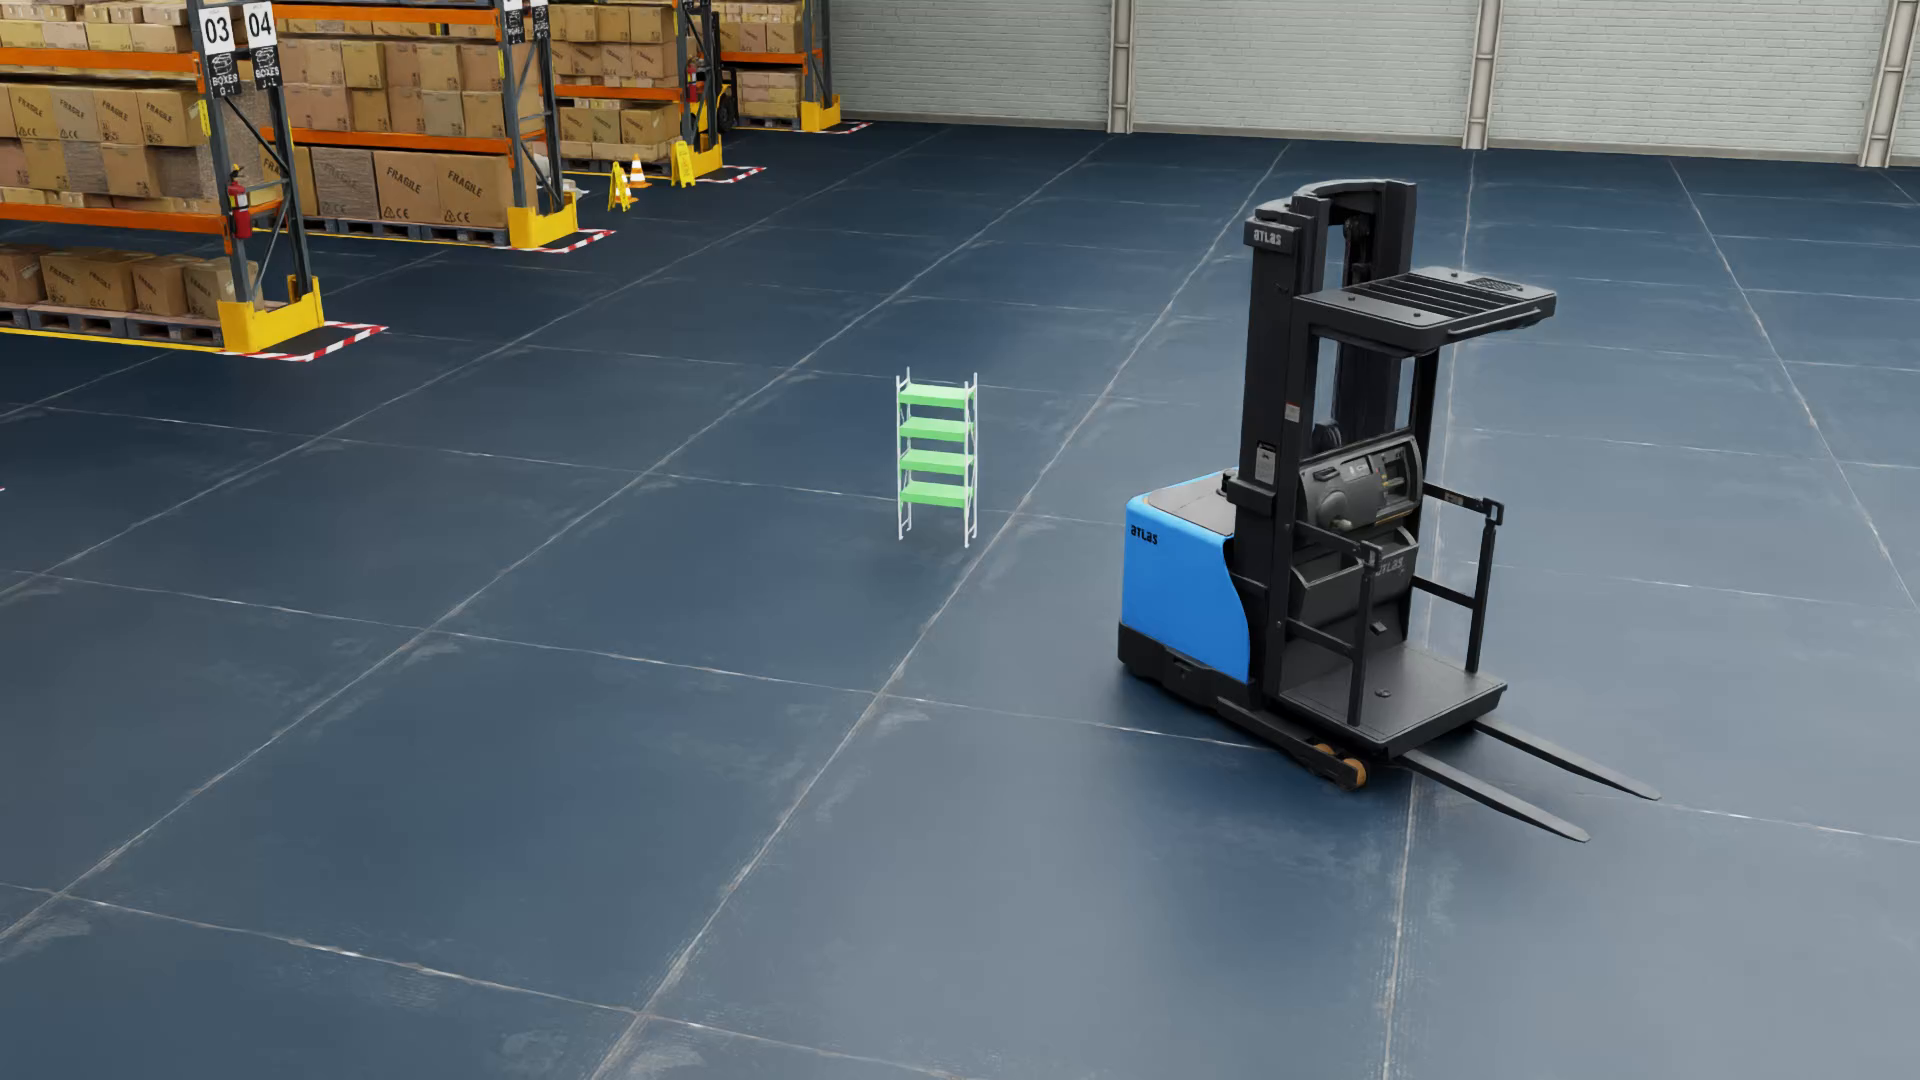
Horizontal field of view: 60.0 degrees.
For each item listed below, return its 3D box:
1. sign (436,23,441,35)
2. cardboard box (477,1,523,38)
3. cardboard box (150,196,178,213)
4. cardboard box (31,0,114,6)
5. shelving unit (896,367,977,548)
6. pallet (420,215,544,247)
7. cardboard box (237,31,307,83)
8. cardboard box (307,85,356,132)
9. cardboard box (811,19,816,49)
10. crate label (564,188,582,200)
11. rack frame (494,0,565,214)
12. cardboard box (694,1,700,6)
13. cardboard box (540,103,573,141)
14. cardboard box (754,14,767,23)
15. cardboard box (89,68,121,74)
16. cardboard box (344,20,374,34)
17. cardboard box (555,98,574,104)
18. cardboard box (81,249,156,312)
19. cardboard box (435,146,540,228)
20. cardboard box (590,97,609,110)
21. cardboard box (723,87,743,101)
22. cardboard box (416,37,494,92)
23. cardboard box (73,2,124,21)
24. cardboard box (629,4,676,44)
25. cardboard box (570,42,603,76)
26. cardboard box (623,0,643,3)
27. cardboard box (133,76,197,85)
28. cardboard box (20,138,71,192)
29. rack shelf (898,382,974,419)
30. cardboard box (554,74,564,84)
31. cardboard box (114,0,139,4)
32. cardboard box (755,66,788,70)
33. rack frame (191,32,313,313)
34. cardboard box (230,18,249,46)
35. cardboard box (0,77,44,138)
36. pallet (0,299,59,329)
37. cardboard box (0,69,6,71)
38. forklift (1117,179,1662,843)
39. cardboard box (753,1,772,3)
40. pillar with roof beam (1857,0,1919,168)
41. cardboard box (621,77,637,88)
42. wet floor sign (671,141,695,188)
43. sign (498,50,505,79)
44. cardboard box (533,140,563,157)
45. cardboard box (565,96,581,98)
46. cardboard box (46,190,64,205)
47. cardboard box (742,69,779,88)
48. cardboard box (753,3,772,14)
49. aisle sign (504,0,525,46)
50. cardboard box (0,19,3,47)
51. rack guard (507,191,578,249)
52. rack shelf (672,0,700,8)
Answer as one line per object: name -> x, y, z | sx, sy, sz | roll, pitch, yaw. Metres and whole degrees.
sign -> -7.937, -7.794, 25.293 | 0.005, 0.325, 0.100 | 7, 23, 16
cardboard box -> -6.939, -7.916, 25.274 | 0.500, 0.500, 0.700 | 7, 23, 16
cardboard box -> -7.639, -3.298, 16.188 | 0.250, 0.149, 0.380 | 7, 23, 16
cardboard box -> -8.370, -5.302, 15.609 | 0.500, 0.500, 0.500 | 7, 23, 16
shelving unit -> -0.158, -0.573, 11.587 | 0.503, 1.200, 0.258 | 7, 23, 16
pallet -> -6.072, -3.981, 21.198 | 1.213, 0.211, 1.003 | 7, 23, 15
cardboard box -> -8.770, -6.167, 21.231 | 0.550, 0.550, 0.875 | 7, 23, 16
cardboard box -> -7.740, -5.530, 21.102 | 0.550, 0.550, 0.875 | 7, 23, 16
cardboard box -> -2.914, -9.027, 29.693 | 0.500, 0.500, 0.500 | 7, 23, 17
crate label -> -5.500, -4.899, 23.533 | 0.298, 0.136, 0.250 | -5, 23, -12
rack frame -> -5.283, -5.212, 20.525 | 0.127, 3.000, 1.000 | 7, 23, 16
cardboard box -> -4.630, -9.472, 29.531 | 0.250, 0.149, 0.380 | 7, 23, 16
cardboard box -> -6.281, -6.455, 25.635 | 0.500, 0.500, 0.500 | 8, 24, 18
cardboard box -> -3.417, -9.176, 29.202 | 0.250, 0.149, 0.380 | 7, 23, 17
cardboard box -> -11.050, -6.379, 21.920 | 0.500, 0.500, 0.700 | 6, 23, 15
cardboard box -> -9.256, -7.919, 26.045 | 0.500, 0.500, 0.500 | 7, 23, 17
cardboard box -> -6.160, -6.652, 26.115 | 0.500, 0.500, 0.500 | 8, 24, 18
cardboard box -> -8.582, -2.662, 17.048 | 0.500, 0.500, 0.500 | 9, 24, 20
cardboard box -> -5.952, -4.474, 20.971 | 0.875, 0.875, 0.875 | 7, 23, 16
cardboard box -> -5.403, -6.629, 25.205 | 0.250, 0.149, 0.380 | 7, 23, 16
cardboard box -> -4.054, -8.027, 29.797 | 0.500, 0.250, 0.500 | 6, 23, 14
cardboard box -> -6.181, -5.863, 20.490 | 0.550, 0.550, 0.875 | 7, 23, 16
cardboard box -> -8.126, -4.994, 15.712 | 0.250, 0.149, 0.380 | 7, 23, 16
cardboard box -> -4.502, -7.645, 24.614 | 0.500, 0.500, 0.700 | 6, 23, 14
cardboard box -> -5.506, -7.278, 25.036 | 0.500, 0.500, 0.500 | 6, 23, 15
cardboard box -> -5.848, -9.616, 29.882 | 0.250, 0.149, 0.380 | 7, 23, 16
cardboard box -> -7.737, -4.285, 16.421 | 0.500, 0.500, 0.500 | 7, 23, 16
cardboard box -> -8.786, -3.816, 16.597 | 0.500, 0.500, 0.875 | 7, 23, 16
rack shelf -> -0.158, -0.958, 11.429 | 0.480, 0.148, 0.258 | 7, 23, 16
cardboard box -> -6.100, -7.032, 25.292 | 0.250, 0.149, 0.380 | 6, 23, 15
cardboard box -> -7.979, -5.169, 16.138 | 0.250, 0.149, 0.380 | 6, 23, 15
cardboard box -> -3.405, -8.385, 30.013 | 0.500, 0.250, 0.500 | 7, 23, 16
rack frame -> -6.813, -3.421, 16.158 | 0.127, 3.000, 1.000 | 7, 23, 16
cardboard box -> -7.199, -4.886, 15.975 | 0.500, 0.250, 0.500 | 7, 23, 17
cardboard box -> -9.327, -4.255, 16.350 | 0.500, 0.500, 0.500 | 7, 23, 16
pallet -> -9.989, -2.509, 17.608 | 1.213, 0.211, 1.003 | 7, 23, 16
cardboard box -> -10.132, -4.557, 17.086 | 0.500, 0.500, 0.500 | 7, 23, 16
forklift -> 2.239, -0.271, 8.570 | 1.130, 2.935, 3.031 | -17, 28, -35
cardboard box -> -3.510, -9.522, 29.651 | 0.250, 0.149, 0.380 | 7, 23, 16
pillar with roof beam -> 13.063, -8.468, 20.556 | 0.400, 9.000, 9.100 | 7, 23, 16
cardboard box -> -4.884, -6.892, 24.951 | 0.250, 0.149, 0.380 | 6, 23, 15
wet floor sign -> -4.077, -5.523, 24.384 | 0.232, 0.644, 0.267 | 16, 27, 34
sign -> -5.453, -5.662, 19.783 | 0.005, 0.325, 0.100 | 7, 23, 16
cardboard box -> -6.270, -6.108, 25.778 | 0.500, 0.250, 0.500 | 6, 23, 15
cardboard box -> -6.852, -8.413, 30.903 | 0.625, 0.625, 0.875 | 8, 24, 18
cardboard box -> -8.831, -3.440, 16.536 | 0.250, 0.149, 0.380 | 7, 23, 16
cardboard box -> -3.542, -8.202, 29.564 | 0.500, 0.250, 0.500 | 7, 23, 16
cardboard box -> -3.427, -9.307, 29.129 | 0.250, 0.149, 0.380 | 7, 23, 17
aisle sign -> -5.302, -6.298, 19.747 | 0.004, 0.787, 0.394 | 7, 23, 16
cardboard box -> -9.305, -4.921, 16.060 | 0.500, 0.250, 0.500 | 6, 23, 13
rack guard -> -5.260, -4.053, 20.993 | 0.348, 0.500, 1.175 | 7, 23, 16
rack shelf -> -5.865, -8.296, 25.038 | 4.000, 0.370, 1.077 | 7, 23, 16
